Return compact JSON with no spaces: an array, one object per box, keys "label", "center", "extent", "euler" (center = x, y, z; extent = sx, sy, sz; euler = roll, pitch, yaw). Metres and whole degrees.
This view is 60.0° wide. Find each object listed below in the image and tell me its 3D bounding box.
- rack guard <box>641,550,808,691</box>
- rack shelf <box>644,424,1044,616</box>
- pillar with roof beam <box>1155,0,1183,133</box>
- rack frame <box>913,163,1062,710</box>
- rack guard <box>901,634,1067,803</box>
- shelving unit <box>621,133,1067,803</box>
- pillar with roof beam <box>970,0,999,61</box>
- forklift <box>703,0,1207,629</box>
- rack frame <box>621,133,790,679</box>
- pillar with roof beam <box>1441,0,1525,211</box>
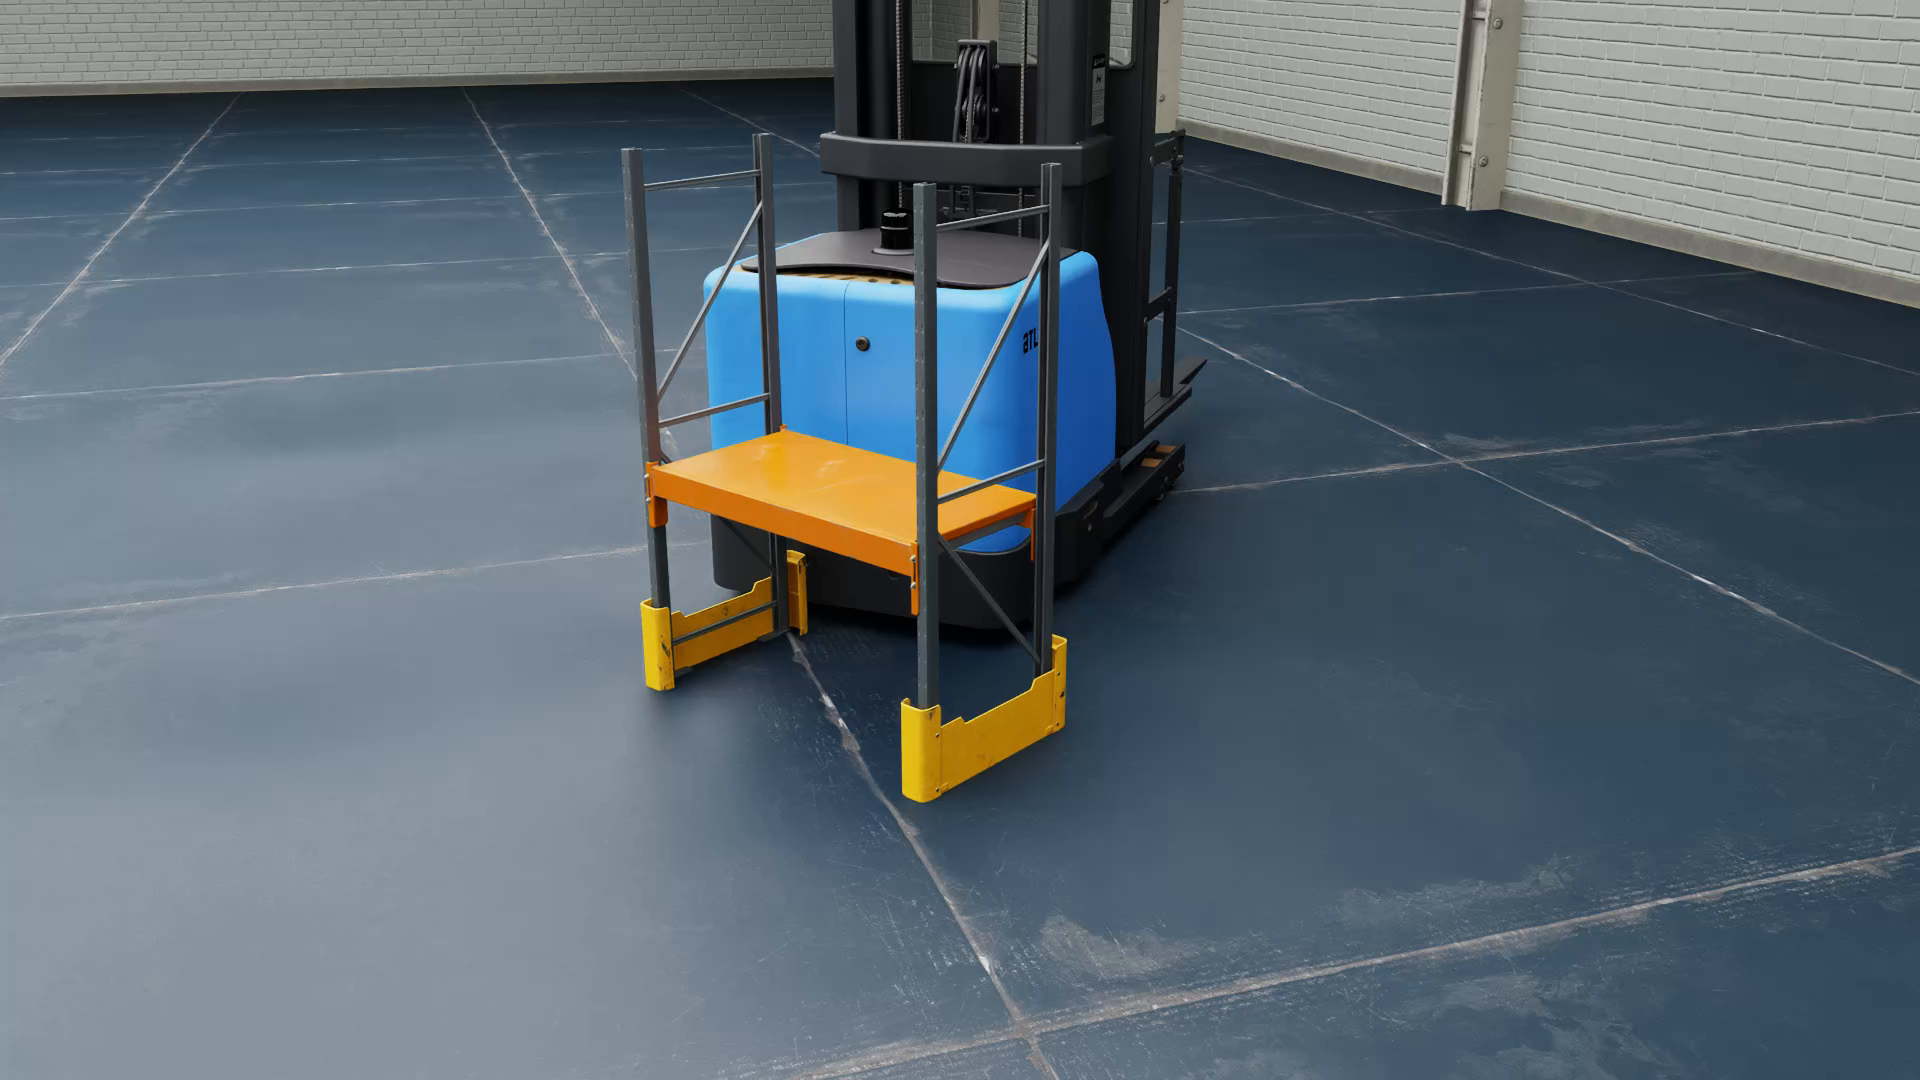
[{"label":"rack guard","center":[-0.684,0.230,4.905],"extent":[0.087,0.250,0.587],"euler":[16,25,38]},{"label":"rack shelf","center":[-0.314,-0.081,4.454],"extent":[1.000,0.185,0.538],"euler":[16,25,38]},{"label":"pillar with roof beam","center":[-1.850,-8.393,15.972],"extent":[9.100,9.000,0.400],"euler":[-6,21,-17]},{"label":"rack frame","center":[0.071,-0.138,4.081],"extent":[0.032,1.500,0.500],"euler":[16,25,38]},{"label":"rack guard","center":[0.070,0.450,4.293],"extent":[0.087,0.250,0.587],"euler":[16,25,38]},{"label":"shelving unit","center":[-0.307,-0.248,4.388],"extent":[1.083,1.500,0.587],"euler":[16,25,38]},{"label":"pillar with roof beam","center":[-3.735,-10.319,21.332],"extent":[9.100,9.000,0.400],"euler":[-6,21,-17]},{"label":"forklift","center":[0.237,-1.574,5.963],"extent":[1.130,2.935,3.031],"euler":[8,21,21]},{"label":"rack frame","center":[-0.699,-0.362,4.706],"extent":[0.032,1.500,0.500],"euler":[16,25,38]},{"label":"pillar with roof beam","center":[0.036,-6.468,10.611],"extent":[9.100,9.000,0.400],"euler":[-6,21,-17]}]
